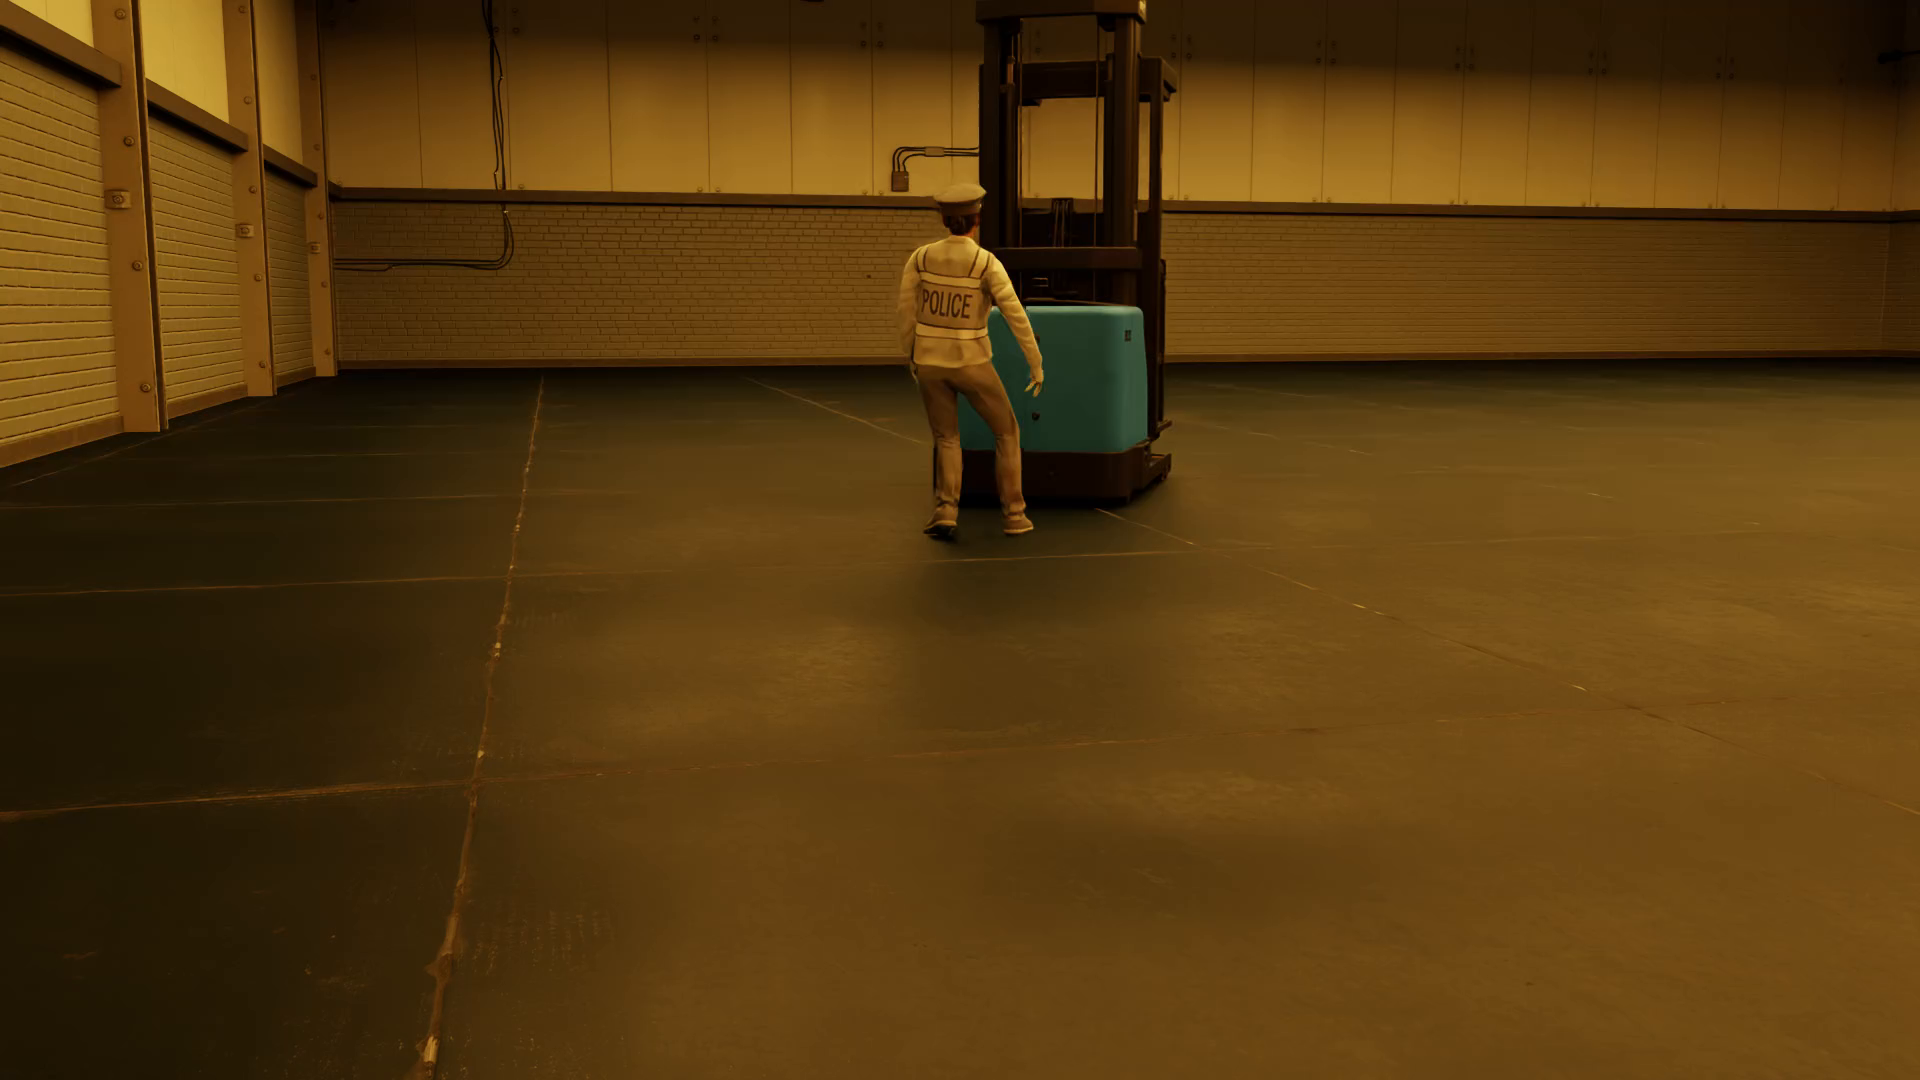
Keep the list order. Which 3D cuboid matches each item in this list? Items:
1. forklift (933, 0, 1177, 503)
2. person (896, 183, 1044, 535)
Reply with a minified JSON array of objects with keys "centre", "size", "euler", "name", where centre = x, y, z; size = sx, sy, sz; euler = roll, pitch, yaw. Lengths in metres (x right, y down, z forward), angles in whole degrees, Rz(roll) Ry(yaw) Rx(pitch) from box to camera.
[{"centre":[0.710,-1.819,10.125],"size":[1.130,2.935,3.031],"euler":[2,8,14],"name":"forklift"},{"centre":[0.066,-0.831,7.760],"size":[0.671,1.628,0.569],"euler":[3,8,20],"name":"person"}]
